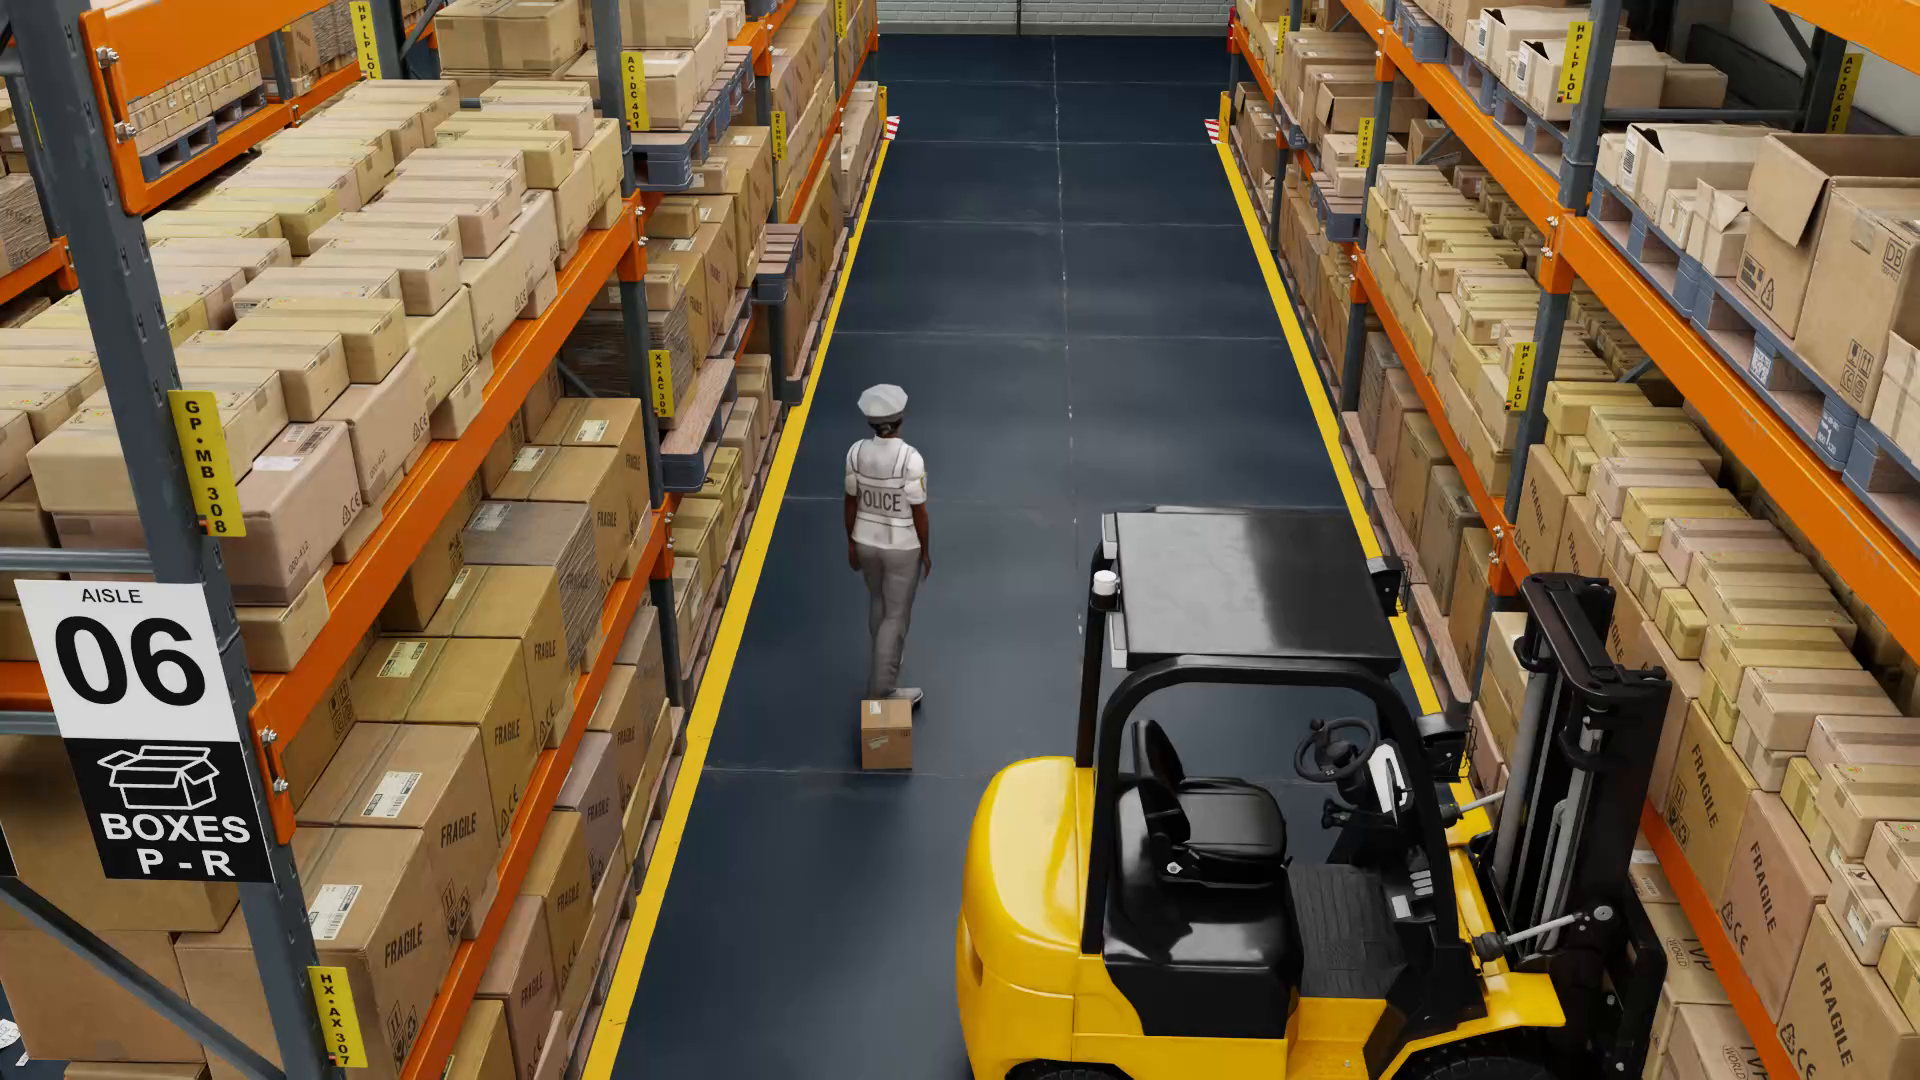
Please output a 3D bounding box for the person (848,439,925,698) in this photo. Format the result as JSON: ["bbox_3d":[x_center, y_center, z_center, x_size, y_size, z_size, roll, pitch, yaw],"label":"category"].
[{"bbox_3d":[-0.385,0.129,8.548,0.384,1.363,0.507,15,31,25],"label":"person"}]
